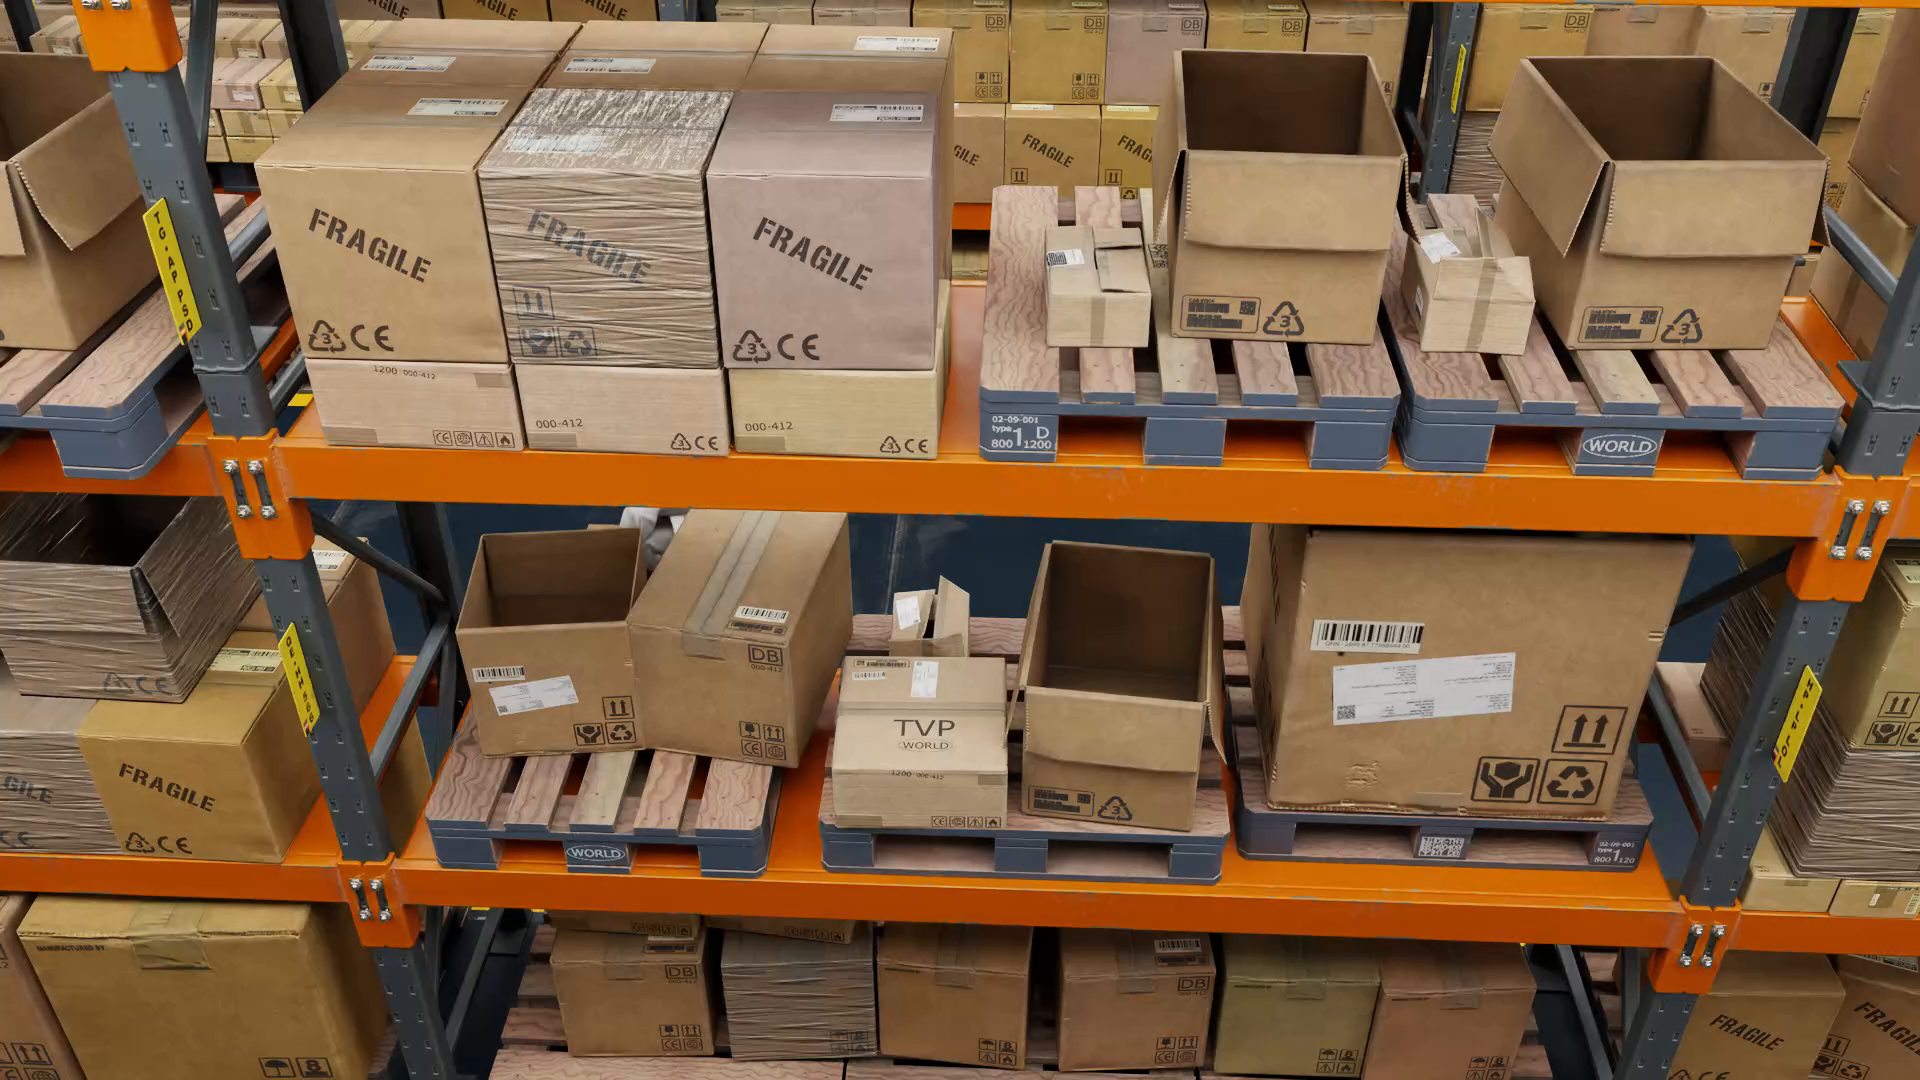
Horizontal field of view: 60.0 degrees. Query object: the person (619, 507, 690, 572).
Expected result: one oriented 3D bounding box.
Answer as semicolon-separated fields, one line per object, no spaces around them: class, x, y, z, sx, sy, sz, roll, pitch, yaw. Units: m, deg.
person;-1.401;-0.080;8.164;0.917;0.885;0.579;1;35;1
